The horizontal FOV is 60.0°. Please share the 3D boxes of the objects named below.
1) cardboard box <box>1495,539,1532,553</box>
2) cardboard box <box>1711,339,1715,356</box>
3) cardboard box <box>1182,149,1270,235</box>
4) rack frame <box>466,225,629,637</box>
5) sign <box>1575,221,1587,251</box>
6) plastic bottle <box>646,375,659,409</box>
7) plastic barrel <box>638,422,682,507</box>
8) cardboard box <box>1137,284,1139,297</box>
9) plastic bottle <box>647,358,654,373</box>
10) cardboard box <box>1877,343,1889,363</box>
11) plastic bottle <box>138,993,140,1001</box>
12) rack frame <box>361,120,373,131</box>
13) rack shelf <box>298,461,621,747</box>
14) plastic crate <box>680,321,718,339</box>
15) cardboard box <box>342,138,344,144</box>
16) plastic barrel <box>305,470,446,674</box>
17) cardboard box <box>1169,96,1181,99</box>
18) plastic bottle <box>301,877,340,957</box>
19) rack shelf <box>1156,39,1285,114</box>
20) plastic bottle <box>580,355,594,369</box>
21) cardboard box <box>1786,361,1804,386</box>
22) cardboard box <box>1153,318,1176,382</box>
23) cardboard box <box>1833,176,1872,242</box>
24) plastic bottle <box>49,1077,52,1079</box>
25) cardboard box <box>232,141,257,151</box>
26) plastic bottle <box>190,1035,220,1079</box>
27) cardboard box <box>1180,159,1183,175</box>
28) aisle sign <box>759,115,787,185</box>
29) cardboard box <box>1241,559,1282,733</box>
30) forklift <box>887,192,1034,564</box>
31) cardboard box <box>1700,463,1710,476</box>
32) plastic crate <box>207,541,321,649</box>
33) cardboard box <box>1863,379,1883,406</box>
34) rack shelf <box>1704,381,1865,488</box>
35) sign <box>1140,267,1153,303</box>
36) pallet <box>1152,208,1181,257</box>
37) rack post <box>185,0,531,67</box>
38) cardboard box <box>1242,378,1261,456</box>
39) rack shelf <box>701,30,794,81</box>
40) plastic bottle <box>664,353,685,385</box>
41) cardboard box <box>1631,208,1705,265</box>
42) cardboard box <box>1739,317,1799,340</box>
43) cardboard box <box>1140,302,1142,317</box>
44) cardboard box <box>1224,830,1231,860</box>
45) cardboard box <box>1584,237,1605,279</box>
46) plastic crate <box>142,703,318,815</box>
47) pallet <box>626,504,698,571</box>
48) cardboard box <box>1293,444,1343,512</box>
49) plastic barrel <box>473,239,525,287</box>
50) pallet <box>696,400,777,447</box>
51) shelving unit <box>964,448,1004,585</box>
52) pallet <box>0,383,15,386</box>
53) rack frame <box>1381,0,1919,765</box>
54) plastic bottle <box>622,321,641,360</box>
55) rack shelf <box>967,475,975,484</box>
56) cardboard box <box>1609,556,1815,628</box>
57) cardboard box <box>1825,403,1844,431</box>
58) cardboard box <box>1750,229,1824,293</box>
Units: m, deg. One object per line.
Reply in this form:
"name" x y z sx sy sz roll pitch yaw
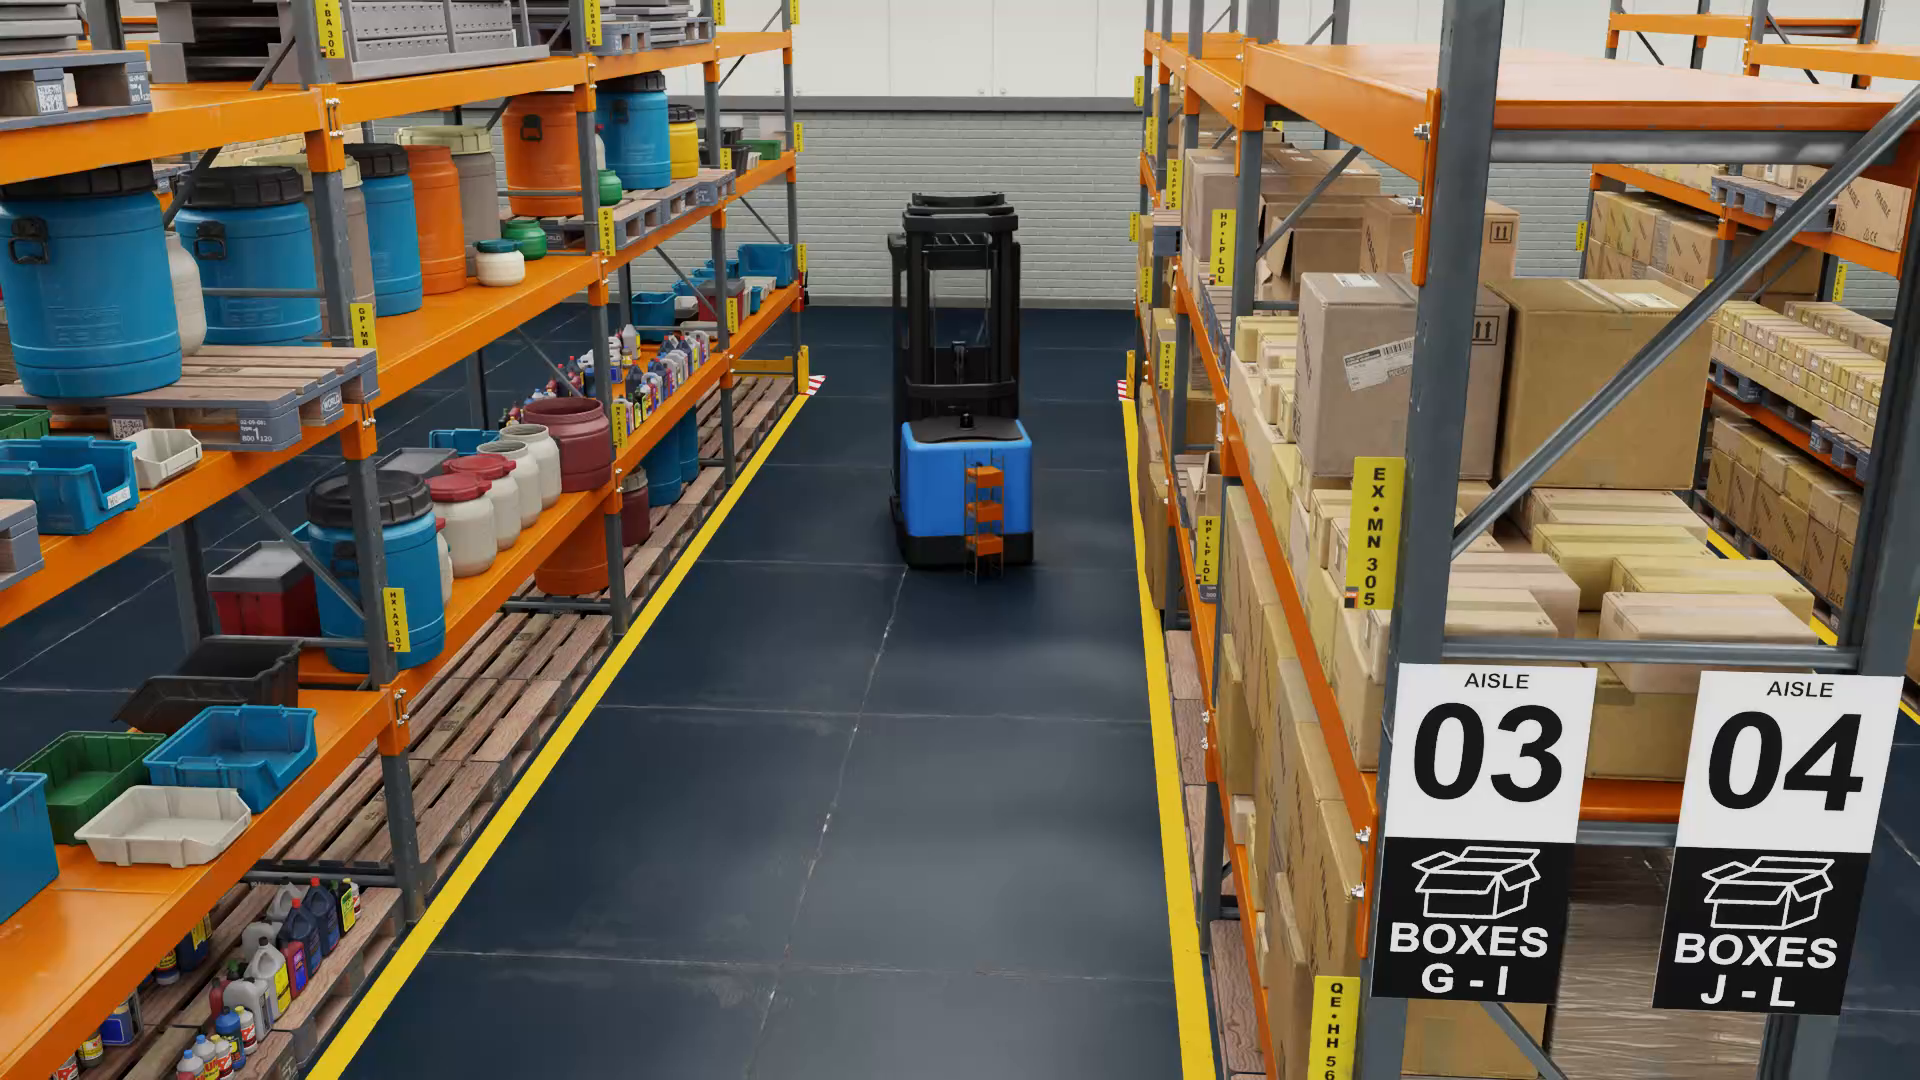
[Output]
"cardboard box" 1.722 0.195 4.434 0.500 0.250 0.500 1 18 3
"cardboard box" 6.712 -1.700 14.522 0.380 0.149 0.250 0 18 1
"cardboard box" 1.682 -2.202 10.544 0.500 0.500 0.500 1 18 4
"rack frame" -2.968 -0.742 11.870 1.000 3.000 0.127 1 18 4
"sign" 12.236 -6.060 20.377 10.293 4.268 5.818 1 18 4
"plastic bottle" -2.496 -1.202 13.481 0.097 0.271 0.097 0 18 0
"plastic barrel" -2.788 -0.798 14.737 0.600 0.901 0.708 1 18 4
"cardboard box" -3.115 -1.193 13.086 10.414 0.500 11.691 1 18 2
"plastic bottle" -2.601 -1.406 14.105 0.097 0.271 0.097 0 18 0
"cardboard box" 7.231 -1.400 12.651 0.380 0.149 0.250 2 18 6
"plastic bottle" -3.713 1.934 7.377 0.097 0.271 0.097 0 18 0
"rack frame" -7.907 -2.376 11.731 1.000 5.808 16.090 1 18 4
"rack shelf" -3.111 0.221 10.086 1.077 0.370 4.000 1 18 4
"plastic crate" -2.505 -2.029 16.124 0.396 0.136 0.243 1 18 4
"cardboard box" -7.155 -4.372 18.372 0.500 0.250 0.500 1 18 4
"plastic barrel" -2.925 0.149 8.346 0.600 0.901 0.708 1 18 4
"cardboard box" 2.298 -4.005 16.015 0.700 0.500 0.500 2 18 7
"plastic bottle" -3.013 1.757 7.792 0.144 0.351 0.185 1 18 2
"rack shelf" 2.116 -3.571 12.668 1.077 0.370 4.000 1 18 4
"plastic bottle" -3.177 -1.430 14.170 0.152 0.276 0.135 1 18 4
"cardboard box" 6.584 -1.275 12.748 0.380 0.149 0.250 2 18 5
"cardboard box" 1.942 -1.628 14.413 0.500 0.500 0.500 1 18 4
"cardboard box" 6.763 -2.456 12.123 0.500 0.500 0.500 1 18 4
"plastic bottle" -3.695 2.169 6.642 0.061 0.283 0.133 1 18 4
"cardboard box" -7.305 -3.988 16.399 0.500 0.250 0.500 1 18 4
"plastic bottle" -3.069 2.137 6.760 0.097 0.271 0.097 0 18 0
"cardboard box" 2.091 -3.118 13.771 0.500 0.311 0.500 1 18 2
"aisle sign" -2.097 -4.478 19.096 0.394 0.787 0.004 1 18 4
"cardboard box" 1.329 0.392 6.166 0.500 0.500 0.500 1 18 4
"forklift" -0.056 -1.606 14.617 1.130 2.935 3.031 -2 18 -5
"cardboard box" 6.888 -0.706 15.663 0.380 0.149 0.250 2 18 5
"plastic crate" -3.525 0.313 8.548 0.402 0.464 0.583 1 18 4
"cardboard box" 6.490 -1.015 11.476 0.380 0.149 0.250 1 18 2
"rack shelf" 7.056 -0.768 13.106 1.077 0.370 4.000 1 18 4
"sign" 1.706 -2.335 15.213 0.100 0.325 0.005 1 18 4
"pallet" 1.966 -2.168 11.709 1.213 0.211 1.003 2 18 6
"rack post" -3.211 -3.059 8.986 0.935 0.934 2.738 1 18 4
"cardboard box" 1.365 -0.445 6.386 0.500 0.250 0.500 1 18 3
"rack shelf" -2.538 -4.924 16.797 1.077 0.370 4.000 1 18 4
"plastic bottle" -2.459 -1.484 14.333 0.152 0.276 0.135 1 18 4
"cardboard box" 7.067 -3.028 16.603 0.500 0.500 0.500 1 18 2
"cardboard box" 6.657 -1.739 13.685 0.380 0.149 0.250 1 18 3
"cardboard box" 2.082 -2.416 17.382 0.380 0.149 0.250 1 18 3
"cardboard box" 1.751 1.400 8.642 0.700 0.500 0.500 0 18 0
"cardboard box" 7.178 -3.029 18.213 0.500 0.500 0.500 2 18 7
"plastic crate" -3.063 0.921 7.034 0.499 0.251 0.616 1 18 4
"pallet" -2.863 -0.040 14.207 1.003 0.211 1.213 1 18 4
"cardboard box" 1.208 -0.187 4.961 0.380 0.149 0.250 0 18 1
"plastic barrel" -2.826 -1.701 10.203 0.301 0.262 0.301 0 18 0
"pallet" -2.582 -1.268 17.954 1.003 0.211 1.213 1 18 4
"shelving unit" 0.191 -0.186 13.306 0.252 1.050 0.215 -10 20 -27
"pallet" -7.773 -1.366 14.084 1.003 0.211 1.213 1 18 4
"rack frame" 1.399 -0.998 3.016 1.000 3.000 0.127 1 18 4
"plastic bottle" -2.880 -1.423 14.029 0.643 0.351 2.872 1 18 4
"rack shelf" 0.191 -0.494 13.205 0.221 0.050 0.166 -10 20 -27
"cardboard box" 1.764 0.151 3.928 0.380 0.149 0.250 2 18 5
"cardboard box" 6.527 -0.890 12.050 0.380 0.149 0.250 2 18 5
"cardboard box" 7.475 -2.530 15.084 0.500 0.500 0.500 2 18 5
